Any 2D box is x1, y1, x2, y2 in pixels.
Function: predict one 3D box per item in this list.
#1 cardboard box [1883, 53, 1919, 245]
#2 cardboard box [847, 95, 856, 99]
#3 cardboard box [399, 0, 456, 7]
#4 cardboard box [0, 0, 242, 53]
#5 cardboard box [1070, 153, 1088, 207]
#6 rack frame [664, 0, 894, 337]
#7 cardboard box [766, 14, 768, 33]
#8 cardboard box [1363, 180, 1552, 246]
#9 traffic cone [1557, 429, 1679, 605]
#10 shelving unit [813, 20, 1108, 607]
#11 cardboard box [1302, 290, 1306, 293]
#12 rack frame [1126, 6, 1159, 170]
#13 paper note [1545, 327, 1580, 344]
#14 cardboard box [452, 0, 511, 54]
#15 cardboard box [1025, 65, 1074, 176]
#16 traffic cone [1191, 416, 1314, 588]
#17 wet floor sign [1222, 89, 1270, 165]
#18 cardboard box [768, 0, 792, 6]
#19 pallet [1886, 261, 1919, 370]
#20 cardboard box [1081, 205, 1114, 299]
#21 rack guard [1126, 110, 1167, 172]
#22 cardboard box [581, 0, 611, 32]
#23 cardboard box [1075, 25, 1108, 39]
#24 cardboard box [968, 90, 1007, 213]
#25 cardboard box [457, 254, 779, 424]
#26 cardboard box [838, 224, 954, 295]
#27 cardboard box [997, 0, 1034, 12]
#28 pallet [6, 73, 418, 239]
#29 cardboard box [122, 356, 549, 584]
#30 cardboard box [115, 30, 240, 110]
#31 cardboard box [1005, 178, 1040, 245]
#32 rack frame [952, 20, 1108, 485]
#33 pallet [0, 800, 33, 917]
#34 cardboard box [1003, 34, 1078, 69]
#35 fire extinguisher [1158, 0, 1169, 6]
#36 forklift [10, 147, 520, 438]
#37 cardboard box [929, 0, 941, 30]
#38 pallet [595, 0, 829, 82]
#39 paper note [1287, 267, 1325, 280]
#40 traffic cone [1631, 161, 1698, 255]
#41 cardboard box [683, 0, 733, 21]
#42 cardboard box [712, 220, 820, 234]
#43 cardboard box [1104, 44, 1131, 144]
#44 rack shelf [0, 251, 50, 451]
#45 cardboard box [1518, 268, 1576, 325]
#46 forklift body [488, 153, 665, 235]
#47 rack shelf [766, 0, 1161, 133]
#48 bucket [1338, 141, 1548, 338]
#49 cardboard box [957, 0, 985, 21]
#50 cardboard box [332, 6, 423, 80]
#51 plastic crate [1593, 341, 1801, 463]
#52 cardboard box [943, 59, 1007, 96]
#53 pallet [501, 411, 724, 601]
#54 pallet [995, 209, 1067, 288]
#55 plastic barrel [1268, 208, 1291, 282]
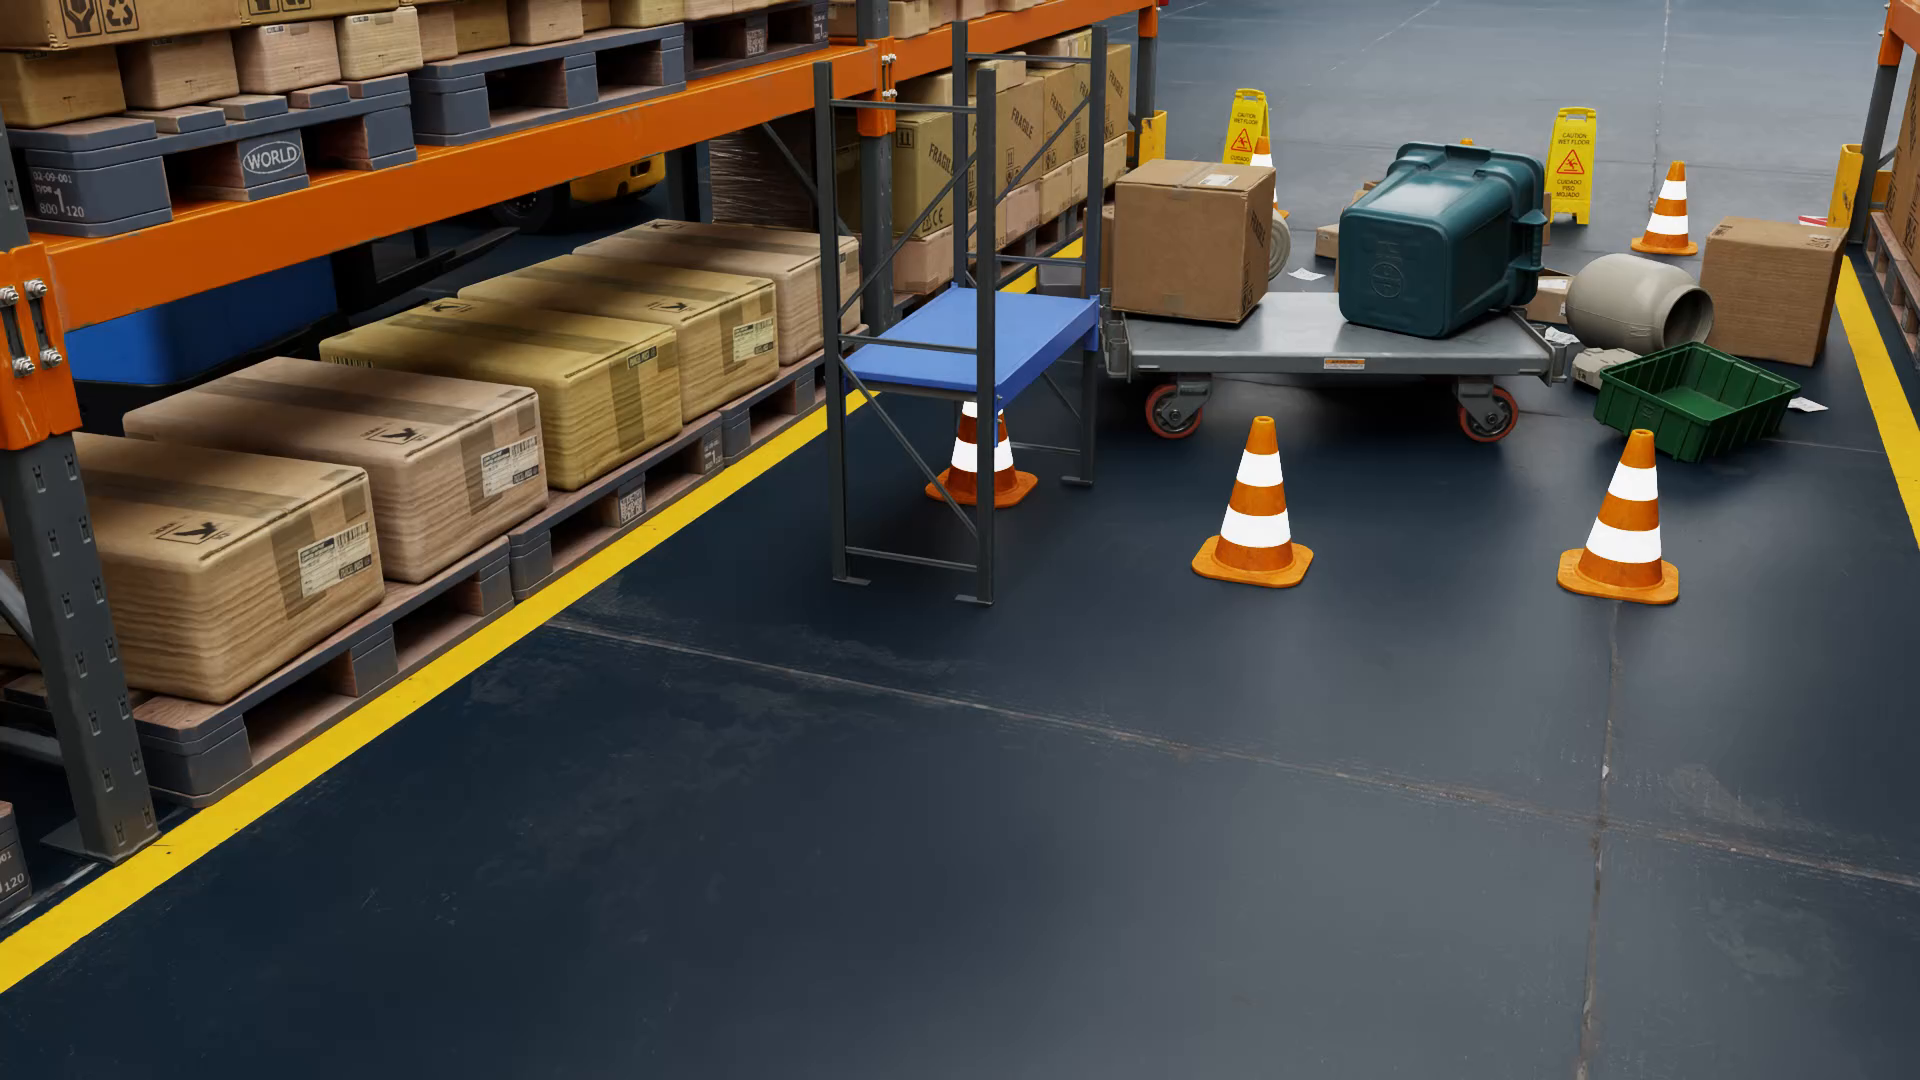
[{"bbox_3d":[5.164,-1.927,8.183,0.875,0.875,0.875,9,24,20],"label":"cardboard box"},{"bbox_3d":[-0.607,-1.910,7.981,0.500,0.500,0.500,9,24,21],"label":"cardboard box"},{"bbox_3d":[-1.490,-1.659,4.269,0.500,0.500,0.500,9,24,21],"label":"cardboard box"},{"bbox_3d":[-1.869,-1.280,3.363,0.500,0.500,0.500,8,24,19],"label":"cardboard box"},{"bbox_3d":[0.471,-2.051,9.291,0.500,0.250,0.500,9,24,20],"label":"cardboard box"},{"bbox_3d":[-0.765,-2.207,6.641,1.000,3.000,0.127,9,24,20],"label":"rack frame"},{"bbox_3d":[-0.928,-2.250,7.070,0.380,0.149,0.250,9,24,20],"label":"cardboard box"},{"bbox_3d":[2.419,-1.495,8.177,0.797,0.503,0.637,-7,24,-17],"label":"cardboard box"},{"bbox_3d":[1.968,-0.100,4.889,0.336,0.463,0.334,9,24,20],"label":"traffic cone"},{"bbox_3d":[0.037,-0.726,5.023,0.538,1.500,1.048,8,25,19],"label":"shelving unit"},{"bbox_3d":[1.531,-0.929,7.131,0.258,0.266,0.396,-7,24,-17],"label":"cardboard box"},{"bbox_3d":[0.721,-3.638,10.068,1.000,3.000,0.127,9,24,20],"label":"rack frame"},{"bbox_3d":[2.674,-0.909,7.396,0.172,0.023,0.155,19,29,38],"label":"paper note"},{"bbox_3d":[-1.469,-1.430,4.563,0.380,0.149,0.250,10,25,22],"label":"cardboard box"},{"bbox_3d":[0.281,-2.218,8.719,0.500,0.500,0.500,8,24,19],"label":"cardboard box"},{"bbox_3d":[0.895,-0.145,4.997,0.336,0.463,0.334,9,24,20],"label":"traffic cone"},{"bbox_3d":[1.785,-2.467,10.318,0.267,0.644,0.232,19,29,38],"label":"wet floor sign"},{"bbox_3d":[-0.814,-1.969,5.854,0.380,0.149,0.250,8,24,18],"label":"cardboard box"},{"bbox_3d":[4.675,-0.947,7.242,1.003,0.211,1.213,9,24,20],"label":"pallet"},{"bbox_3d":[0.897,-1.243,7.574,0.500,0.500,0.500,-12,25,-26],"label":"cardboard box"},{"bbox_3d":[0.693,-2.458,10.485,1.175,0.500,0.348,9,24,20],"label":"rack guard"},{"bbox_3d":[-1.285,-1.618,5.014,0.380,0.149,0.250,8,24,18],"label":"cardboard box"},{"bbox_3d":[0.592,-2.744,9.135,0.380,0.149,0.250,10,24,22],"label":"cardboard box"},{"bbox_3d":[-0.107,-1.844,7.822,0.500,0.500,0.500,10,25,22],"label":"cardboard box"},{"bbox_3d":[-1.221,-0.742,6.000,0.950,0.372,0.625,10,25,23],"label":"cardboard box"},{"bbox_3d":[-0.295,-1.304,7.503,0.500,0.250,0.500,8,24,18],"label":"cardboard box"},{"bbox_3d":[0.134,-2.614,7.942,0.380,0.149,0.250,9,24,20],"label":"cardboard box"},{"bbox_3d":[-2.085,-0.957,3.899,1.213,0.211,1.003,9,24,20],"label":"pallet"},{"bbox_3d":[-1.765,-0.223,4.756,0.950,0.372,0.625,8,24,19],"label":"cardboard box"},{"bbox_3d":[-1.821,-1.039,3.627,0.380,0.149,0.250,7,24,17],"label":"cardboard box"},{"bbox_3d":[0.087,-1.687,8.420,0.500,0.250,0.500,8,24,19],"label":"cardboard box"},{"bbox_3d":[0.217,-0.915,5.459,0.500,1.500,0.032,8,25,19],"label":"rack frame"},{"bbox_3d":[-2.613,0.783,3.102,1.003,0.211,1.213,9,24,20],"label":"pallet"},{"bbox_3d":[0.396,-2.560,8.695,0.380,0.149,0.250,10,25,22],"label":"cardboard box"},{"bbox_3d":[1.191,-3.577,10.023,0.296,0.674,0.183,9,24,20],"label":"fire extinguisher"},{"bbox_3d":[-2.889,-2.199,6.712,1.130,2.935,3.031,5,23,11],"label":"forklift"},{"bbox_3d":[-0.304,-2.255,7.084,0.380,0.149,0.250,10,24,22],"label":"cardboard box"},{"bbox_3d":[-1.184,-1.866,6.073,1.003,0.211,1.213,9,24,20],"label":"pallet"},{"bbox_3d":[1.763,-1.357,8.474,0.148,0.019,0.142,19,29,38],"label":"paper note"},{"bbox_3d":[3.839,-1.808,8.979,0.336,0.463,0.334,9,24,20],"label":"traffic cone"},{"bbox_3d":[-0.968,-1.780,5.401,0.380,0.149,0.250,9,24,20],"label":"cardboard box"},{"bbox_3d":[-0.795,-1.382,7.689,0.500,0.250,0.500,10,25,22],"label":"cardboard box"},{"bbox_3d":[0.666,-2.585,9.597,0.500,0.500,0.500,9,24,20],"label":"cardboard box"},{"bbox_3d":[-2.993,0.272,1.640,1.077,0.370,4.000,9,24,20],"label":"rack shelf"},{"bbox_3d":[2.797,-1.151,7.662,0.396,0.266,0.258,13,26,29],"label":"cardboard box"},{"bbox_3d":[-2.899,-3.016,9.680,2.313,2.155,1.214,9,24,20],"label":"forklift body"},{"bbox_3d":[-0.022,-2.591,8.493,1.077,0.370,4.000,9,24,20],"label":"rack shelf"},{"bbox_3d":[1.779,-1.104,6.276,0.726,0.611,0.620,19,39,38],"label":"bucket"},{"bbox_3d":[-0.110,-2.438,7.522,0.380,0.149,0.250,10,25,22],"label":"cardboard box"},{"bbox_3d":[-1.555,-1.226,4.075,0.380,0.149,0.250,9,24,20],"label":"cardboard box"},{"bbox_3d":[2.717,-0.513,6.160,0.662,0.188,0.450,-17,38,-35],"label":"plastic crate"},{"bbox_3d":[-0.004,-2.170,7.761,0.380,0.149,0.250,10,25,22],"label":"cardboard box"},{"bbox_3d":[-1.504,-0.203,5.463,1.003,0.211,1.213,9,24,20],"label":"pallet"},{"bbox_3d":[-0.096,-1.604,8.815,1.003,0.211,1.213,9,24,20],"label":"pallet"},{"bbox_3d":[1.359,-1.494,8.276,0.421,0.421,0.512,-12,25,-26],"label":"plastic barrel"}]
